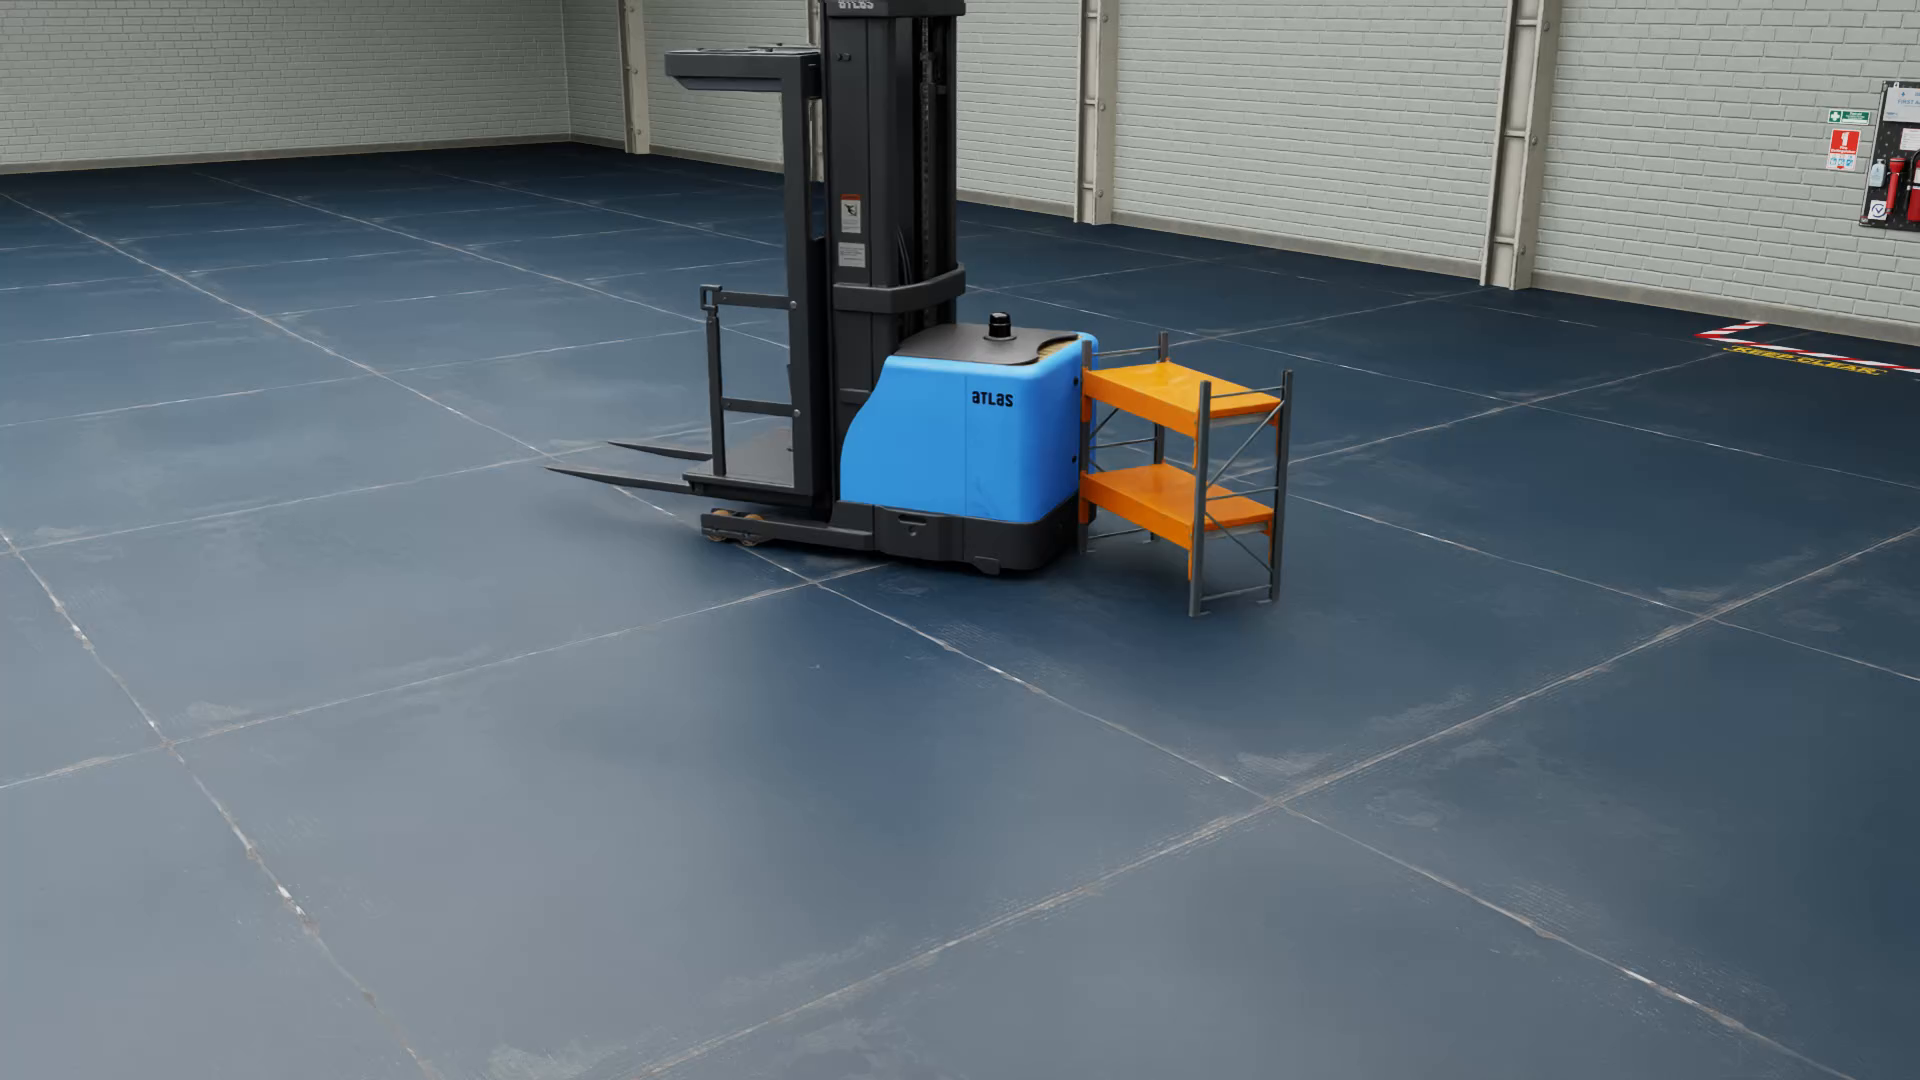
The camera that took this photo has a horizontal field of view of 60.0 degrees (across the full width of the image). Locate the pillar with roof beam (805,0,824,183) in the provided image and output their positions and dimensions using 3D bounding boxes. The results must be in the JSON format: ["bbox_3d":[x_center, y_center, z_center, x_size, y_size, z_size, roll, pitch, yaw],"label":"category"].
[{"bbox_3d":[-5.424,-8.905,21.439,9.100,9.000,0.400,-14,23,-36],"label":"pillar with roof beam"}]

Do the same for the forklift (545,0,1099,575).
[{"bbox_3d":[-0.826,-1.502,8.734,3.031,2.935,1.130,8,20,22],"label":"forklift"}]

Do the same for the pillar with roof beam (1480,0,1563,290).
[{"bbox_3d":[2.026,-5.948,12.509,9.100,9.000,0.400,-14,23,-36],"label":"pillar with roof beam"}]

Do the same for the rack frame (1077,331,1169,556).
[{"bbox_3d":[0.836,-0.493,8.563,0.500,1.125,0.032,-9,20,-26],"label":"rack frame"}]

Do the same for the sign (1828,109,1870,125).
[{"bbox_3d":[7.355,-3.500,13.761,0.001,0.109,0.331,-14,23,-36],"label":"sign"}]

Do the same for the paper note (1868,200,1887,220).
[{"bbox_3d":[7.566,-2.717,13.697,0.016,0.148,0.142,-14,23,-36],"label":"paper note"}]

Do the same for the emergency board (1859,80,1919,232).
[{"bbox_3d":[7.622,-3.078,13.386,0.194,1.169,0.643,-14,23,-36],"label":"emergency board"}]

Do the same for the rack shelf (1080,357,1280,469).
[{"bbox_3d":[1.068,-0.629,8.042,0.538,0.278,1.000,-9,20,-26],"label":"rack shelf"}]

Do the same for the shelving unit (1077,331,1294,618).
[{"bbox_3d":[1.068,-0.351,8.134,0.538,1.125,1.048,-9,20,-26],"label":"shelving unit"}]

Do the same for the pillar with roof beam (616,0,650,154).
[{"bbox_3d":[-9.150,-10.383,25.904,9.100,9.000,0.400,-14,23,-36],"label":"pillar with roof beam"}]

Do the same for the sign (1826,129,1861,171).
[{"bbox_3d":[7.359,-3.251,13.853,0.001,0.329,0.234,-14,23,-36],"label":"sign"}]

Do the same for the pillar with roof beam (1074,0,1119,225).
[{"bbox_3d":[-1.699,-7.426,16.974,9.100,9.000,0.400,-14,23,-36],"label":"pillar with roof beam"}]

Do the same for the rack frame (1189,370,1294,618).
[{"bbox_3d":[1.301,-0.209,7.705,0.500,1.125,0.032,-9,20,-26],"label":"rack frame"}]

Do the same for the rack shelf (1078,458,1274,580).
[{"bbox_3d":[1.068,-0.119,8.211,0.538,0.278,1.000,-9,20,-26],"label":"rack shelf"}]
